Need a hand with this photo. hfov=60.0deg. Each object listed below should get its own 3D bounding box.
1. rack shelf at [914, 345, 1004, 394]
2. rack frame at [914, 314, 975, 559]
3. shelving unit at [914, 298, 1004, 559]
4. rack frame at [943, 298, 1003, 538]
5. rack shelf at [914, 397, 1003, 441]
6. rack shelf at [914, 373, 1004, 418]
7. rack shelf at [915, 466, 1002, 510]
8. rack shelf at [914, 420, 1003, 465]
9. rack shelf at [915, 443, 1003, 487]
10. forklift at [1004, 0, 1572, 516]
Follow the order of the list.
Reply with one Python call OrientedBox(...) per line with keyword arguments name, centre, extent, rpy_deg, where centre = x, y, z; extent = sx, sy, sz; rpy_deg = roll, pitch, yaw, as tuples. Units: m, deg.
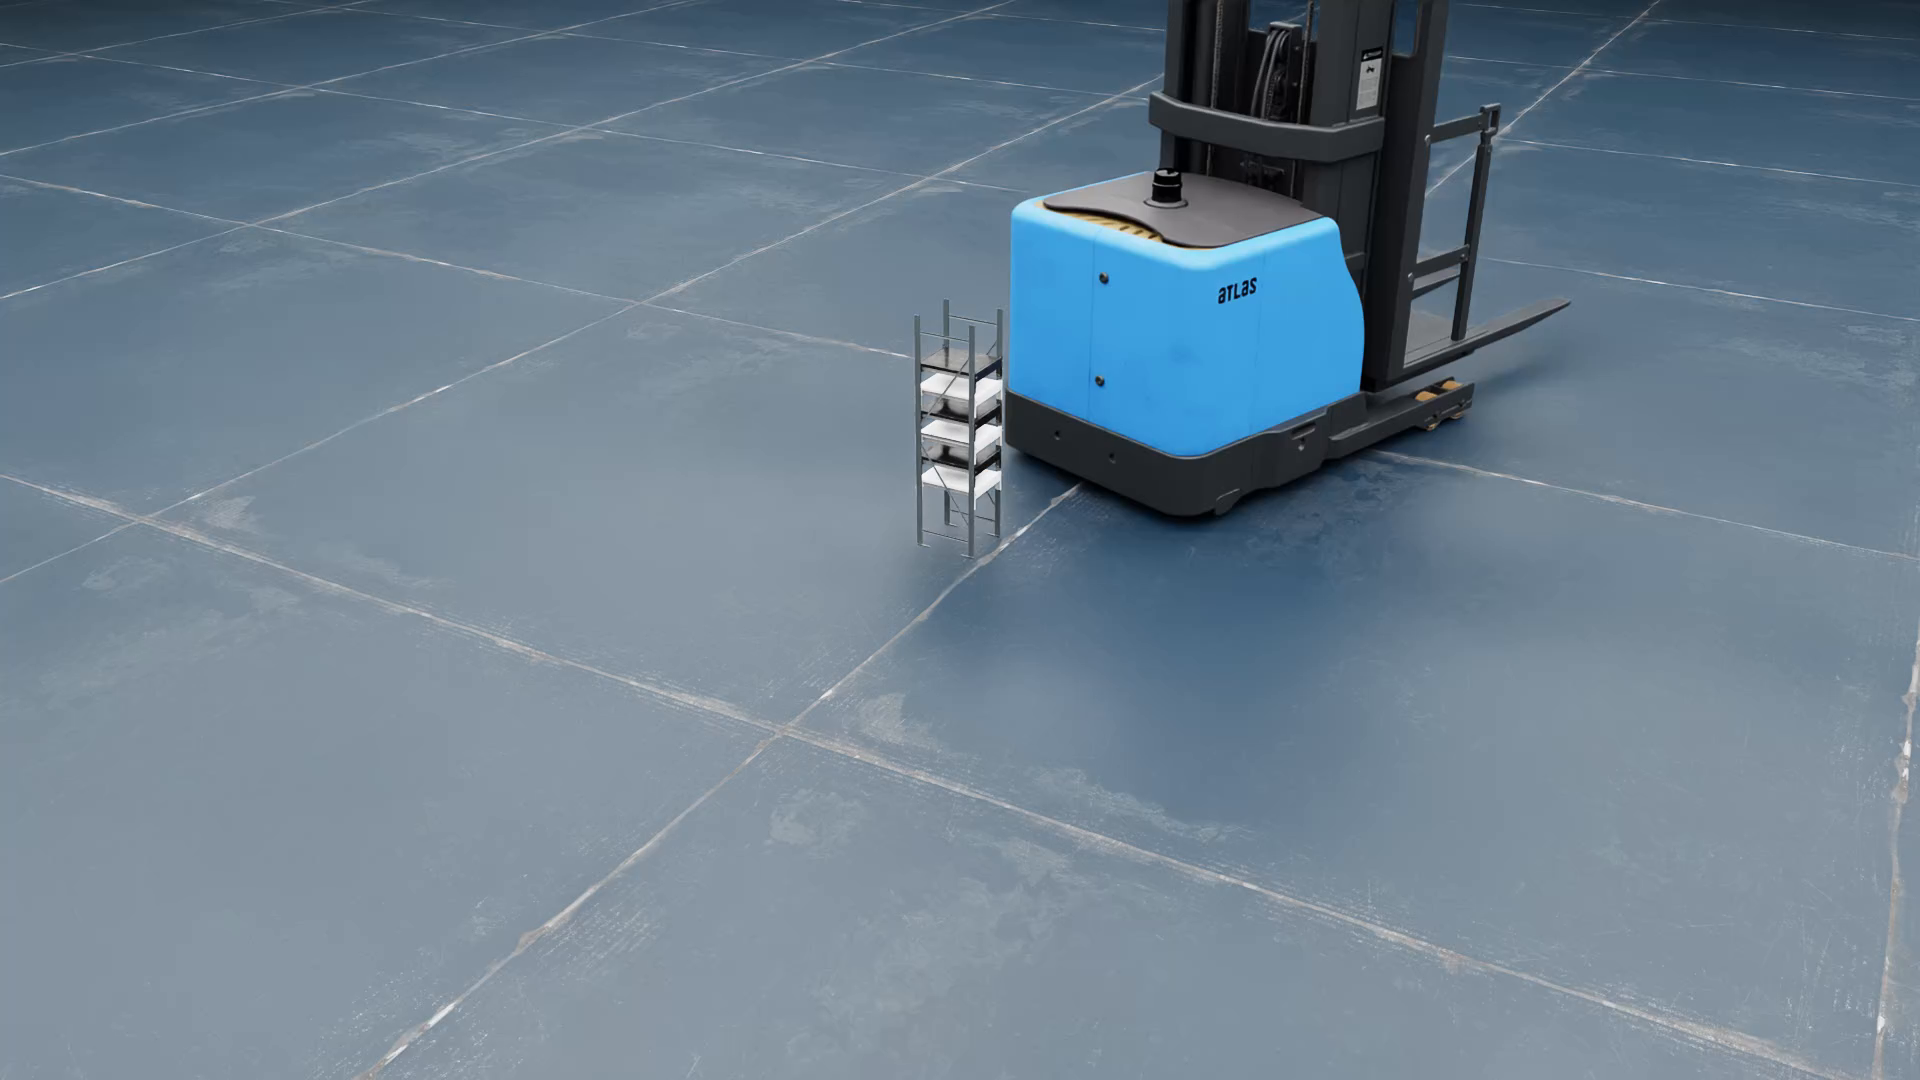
OrientedBox(name="rack shelf", centre=(-0.004, -0.611, 5.936), extent=(0.258, 0.077, 0.200), rpy_deg=(14, 30, 26))
OrientedBox(name="rack frame", centre=(-0.054, -0.360, 5.963), extent=(0.240, 0.900, 0.006), rpy_deg=(14, 30, 26))
OrientedBox(name="shelving unit", centre=(-0.004, -0.399, 6.042), extent=(0.258, 0.900, 0.210), rpy_deg=(14, 30, 26))
OrientedBox(name="rack frame", centre=(0.046, -0.439, 6.121), extent=(0.240, 0.900, 0.006), rpy_deg=(14, 30, 26))
OrientedBox(name="rack shelf", centre=(-0.004, -0.450, 6.017), extent=(0.258, 0.077, 0.200), rpy_deg=(14, 30, 26))
OrientedBox(name="rack shelf", centre=(-0.004, -0.530, 5.977), extent=(0.258, 0.077, 0.200), rpy_deg=(14, 30, 26))
OrientedBox(name="rack shelf", centre=(-0.004, -0.208, 6.138), extent=(0.258, 0.077, 0.200), rpy_deg=(14, 30, 26))
OrientedBox(name="rack shelf", centre=(-0.004, -0.369, 6.057), extent=(0.258, 0.077, 0.200), rpy_deg=(14, 30, 26))
OrientedBox(name="rack shelf", centre=(-0.004, -0.289, 6.097), extent=(0.258, 0.077, 0.200), rpy_deg=(14, 30, 26))
OrientedBox(name="forklift", centre=(1.622, -1.941, 6.852), extent=(3.031, 2.935, 1.130), rpy_deg=(-22, 34, -36))
